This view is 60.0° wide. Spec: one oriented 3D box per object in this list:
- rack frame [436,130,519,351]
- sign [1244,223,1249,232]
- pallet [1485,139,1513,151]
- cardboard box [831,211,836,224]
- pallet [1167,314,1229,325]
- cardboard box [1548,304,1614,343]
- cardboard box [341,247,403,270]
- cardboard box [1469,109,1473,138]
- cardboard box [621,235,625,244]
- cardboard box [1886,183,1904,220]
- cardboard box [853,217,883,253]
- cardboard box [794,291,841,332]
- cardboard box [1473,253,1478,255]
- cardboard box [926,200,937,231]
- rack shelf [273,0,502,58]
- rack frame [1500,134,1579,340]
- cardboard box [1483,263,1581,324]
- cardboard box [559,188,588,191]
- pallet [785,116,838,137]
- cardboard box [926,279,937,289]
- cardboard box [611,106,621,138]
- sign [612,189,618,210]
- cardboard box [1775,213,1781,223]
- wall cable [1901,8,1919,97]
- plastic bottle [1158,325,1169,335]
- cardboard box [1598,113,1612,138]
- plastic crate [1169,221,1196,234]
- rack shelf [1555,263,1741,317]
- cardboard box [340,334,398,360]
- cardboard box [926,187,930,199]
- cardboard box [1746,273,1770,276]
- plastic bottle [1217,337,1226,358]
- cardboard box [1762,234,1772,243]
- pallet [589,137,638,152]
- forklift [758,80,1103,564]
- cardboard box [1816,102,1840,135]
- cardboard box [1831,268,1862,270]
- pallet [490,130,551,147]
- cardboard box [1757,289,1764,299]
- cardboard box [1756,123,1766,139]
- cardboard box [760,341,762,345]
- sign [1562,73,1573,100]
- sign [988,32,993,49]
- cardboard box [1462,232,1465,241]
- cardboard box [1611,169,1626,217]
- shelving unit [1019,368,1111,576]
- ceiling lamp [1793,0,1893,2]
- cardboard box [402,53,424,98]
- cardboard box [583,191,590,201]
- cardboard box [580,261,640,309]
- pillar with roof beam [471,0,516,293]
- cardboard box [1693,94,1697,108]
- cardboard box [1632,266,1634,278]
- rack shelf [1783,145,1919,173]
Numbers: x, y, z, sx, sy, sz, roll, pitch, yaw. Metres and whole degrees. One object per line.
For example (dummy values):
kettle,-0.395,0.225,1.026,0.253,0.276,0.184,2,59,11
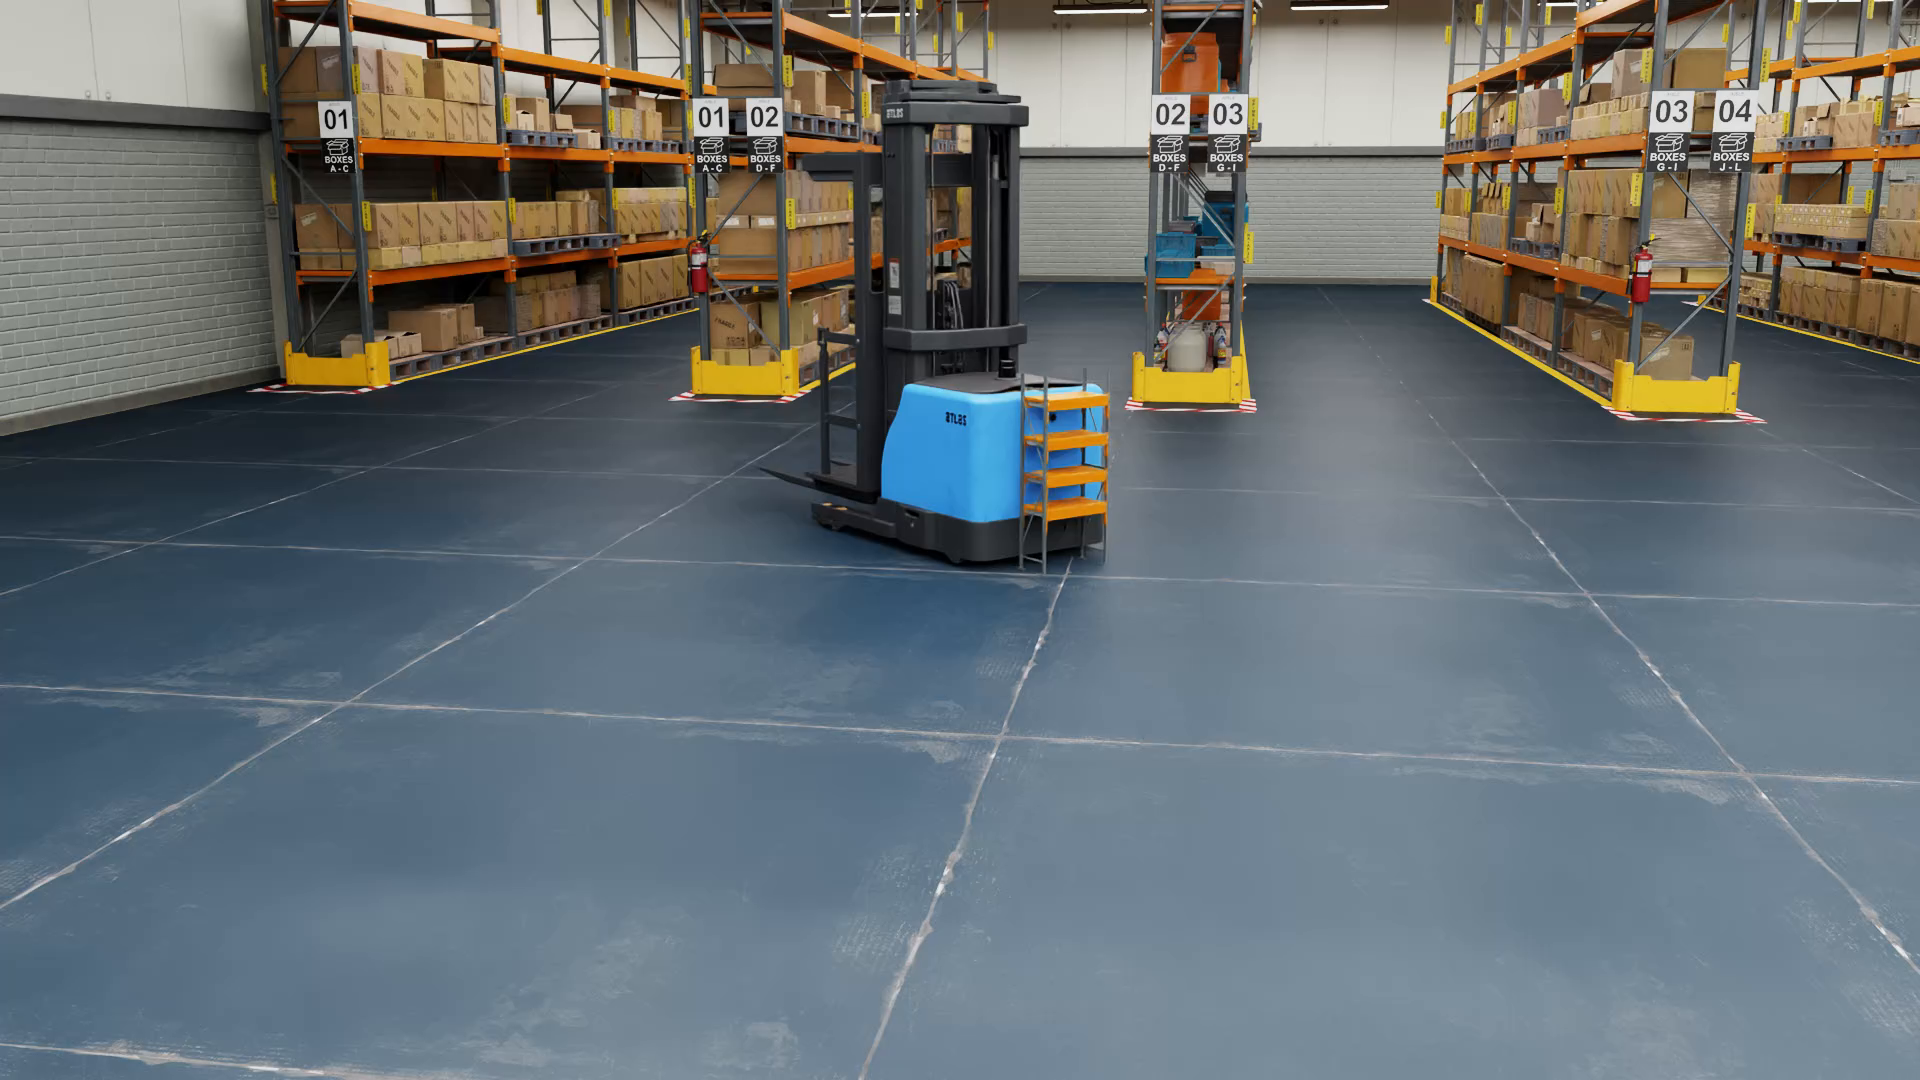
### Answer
rack frame,-6.681,-4.115,22.970,1.000,3.000,0.127,2,12,9
sign,3.650,-3.910,21.358,0.100,0.325,0.005,2,12,9
pallet,9.140,-6.480,27.274,0.805,0.209,1.217,1,12,6
cardboard box,-1.774,-4.046,20.872,0.380,0.149,0.250,2,12,8
pallet,3.804,-3.429,26.405,1.003,0.211,1.213,2,12,9
cardboard box,8.210,-2.853,22.000,0.700,0.500,0.500,2,12,8
cardboard box,-6.907,-3.310,19.543,0.500,0.250,0.500,2,12,7
cardboard box,9.381,-7.345,29.365,0.700,0.500,0.500,3,12,12
cardboard box,-5.739,-4.948,27.383,0.380,0.149,0.250,2,12,9
cardboard box,13.424,-4.729,23.208,0.700,0.500,0.500,2,12,8
cardboard box,-1.412,-4.487,24.458,0.500,0.500,0.500,1,12,6
cardboard box,-1.803,-2.872,20.949,0.500,0.500,0.500,2,12,9
cardboard box,9.413,-4.601,29.268,0.875,0.875,0.875,2,12,9
cardboard box,-0.766,-5.505,28.185,0.700,0.500,0.500,-1,12,-6
rack shelf,-6.989,-6.278,20.482,1.077,0.370,4.000,2,12,9
rack frame,8.617,-4.467,24.599,1.000,3.000,0.127,2,12,9
cardboard box,8.744,-3.776,25.442,1.225,0.875,0.875,1,12,6
cardboard box,-6.252,-5.622,27.187,0.500,0.250,0.500,2,12,10
pallet,-2.081,-4.947,19.919,1.003,0.211,1.213,2,12,9
cardboard box,-0.661,-4.080,27.696,0.500,0.500,0.500,2,12,8
cardboard box,-6.018,-6.893,27.457,0.700,0.500,0.500,1,12,6
sign,-5.528,-5.460,26.647,0.100,0.325,0.005,2,12,9
cardboard box,13.603,-5.278,27.259,0.380,0.149,0.250,2,12,10
wall cable,20.236,-9.937,35.741,0.463,3.000,0.029,2,12,9
plastic bottle,2.545,-2.521,20.813,0.144,0.351,0.185,1,12,6
cardboard box,7.444,-4.618,18.538,0.500,0.250,0.500,2,12,8
plastic crate,3.173,-4.332,23.822,0.402,0.464,0.583,2,12,9
rack shelf,7.695,-2.866,18.879,1.077,0.370,4.000,2,12,9
cardboard box,-7.101,-2.325,19.998,0.500,0.311,0.500,0,12,2
cardboard box,-0.733,-6.272,30.367,0.500,0.500,0.500,2,12,9
cardboard box,14.807,-4.884,30.893,0.380,0.149,0.250,2,12,10
plastic bottle,3.148,-2.303,19.990,0.097,0.271,0.097,0,12,0
cardboard box,13.863,-5.119,28.222,0.380,0.149,0.250,2,12,7
pallet,-6.019,-6.458,27.167,1.213,0.211,1.003,2,12,11
forklift,-0.361,-1.546,11.210,1.130,2.935,3.031,-9,15,-35
cardboard box,13.751,-6.522,25.776,0.797,0.503,0.637,2,12,8
cardboard box,14.161,-4.198,26.508,0.500,0.250,0.500,2,12,11
pallet,-6.481,-5.615,23.254,1.213,0.211,1.003,2,12,9
cardboard box,13.882,-4.207,28.460,0.380,0.149,0.250,1,12,6
cardboard box,14.105,-7.076,28.756,0.500,0.250,0.500,2,12,11
cardboard box,-2.545,-2.210,19.657,0.500,0.250,0.500,2,12,9
sign,7.453,-5.563,20.403,0.100,0.325,0.005,2,12,9
sign,0.605,-9.898,32.969,0.100,0.325,0.005,2,12,9
cardboard box,8.995,-5.304,29.082,0.380,0.149,0.250,2,12,10
cardboard box,7.299,-3.711,17.777,0.500,0.500,0.500,2,12,9
shelving unit,0.635,-0.420,10.095,0.503,1.200,0.258,-9,15,-35
ceiling lamp,17.657,-12.234,32.547,2.000,3.185,0.800,2,12,9
cardboard box,-6.802,-5.579,19.981,0.500,0.500,0.500,2,12,10
cardboard box,-6.089,-5.456,26.370,0.380,0.149,0.250,0,12,1
cardboard box,-5.823,-4.251,27.706,0.750,0.750,0.750,2,12,8
pillar with roof beam,-2.867,-7.499,24.428,9.100,9.000,0.400,2,12,9
cardboard box,7.710,-4.546,17.259,0.380,0.149,0.250,2,12,8
cardboard box,7.266,-2.797,17.446,0.380,0.149,0.250,2,12,9
rack shelf,13.810,-5.816,25.447,1.077,0.370,4.000,2,12,9
